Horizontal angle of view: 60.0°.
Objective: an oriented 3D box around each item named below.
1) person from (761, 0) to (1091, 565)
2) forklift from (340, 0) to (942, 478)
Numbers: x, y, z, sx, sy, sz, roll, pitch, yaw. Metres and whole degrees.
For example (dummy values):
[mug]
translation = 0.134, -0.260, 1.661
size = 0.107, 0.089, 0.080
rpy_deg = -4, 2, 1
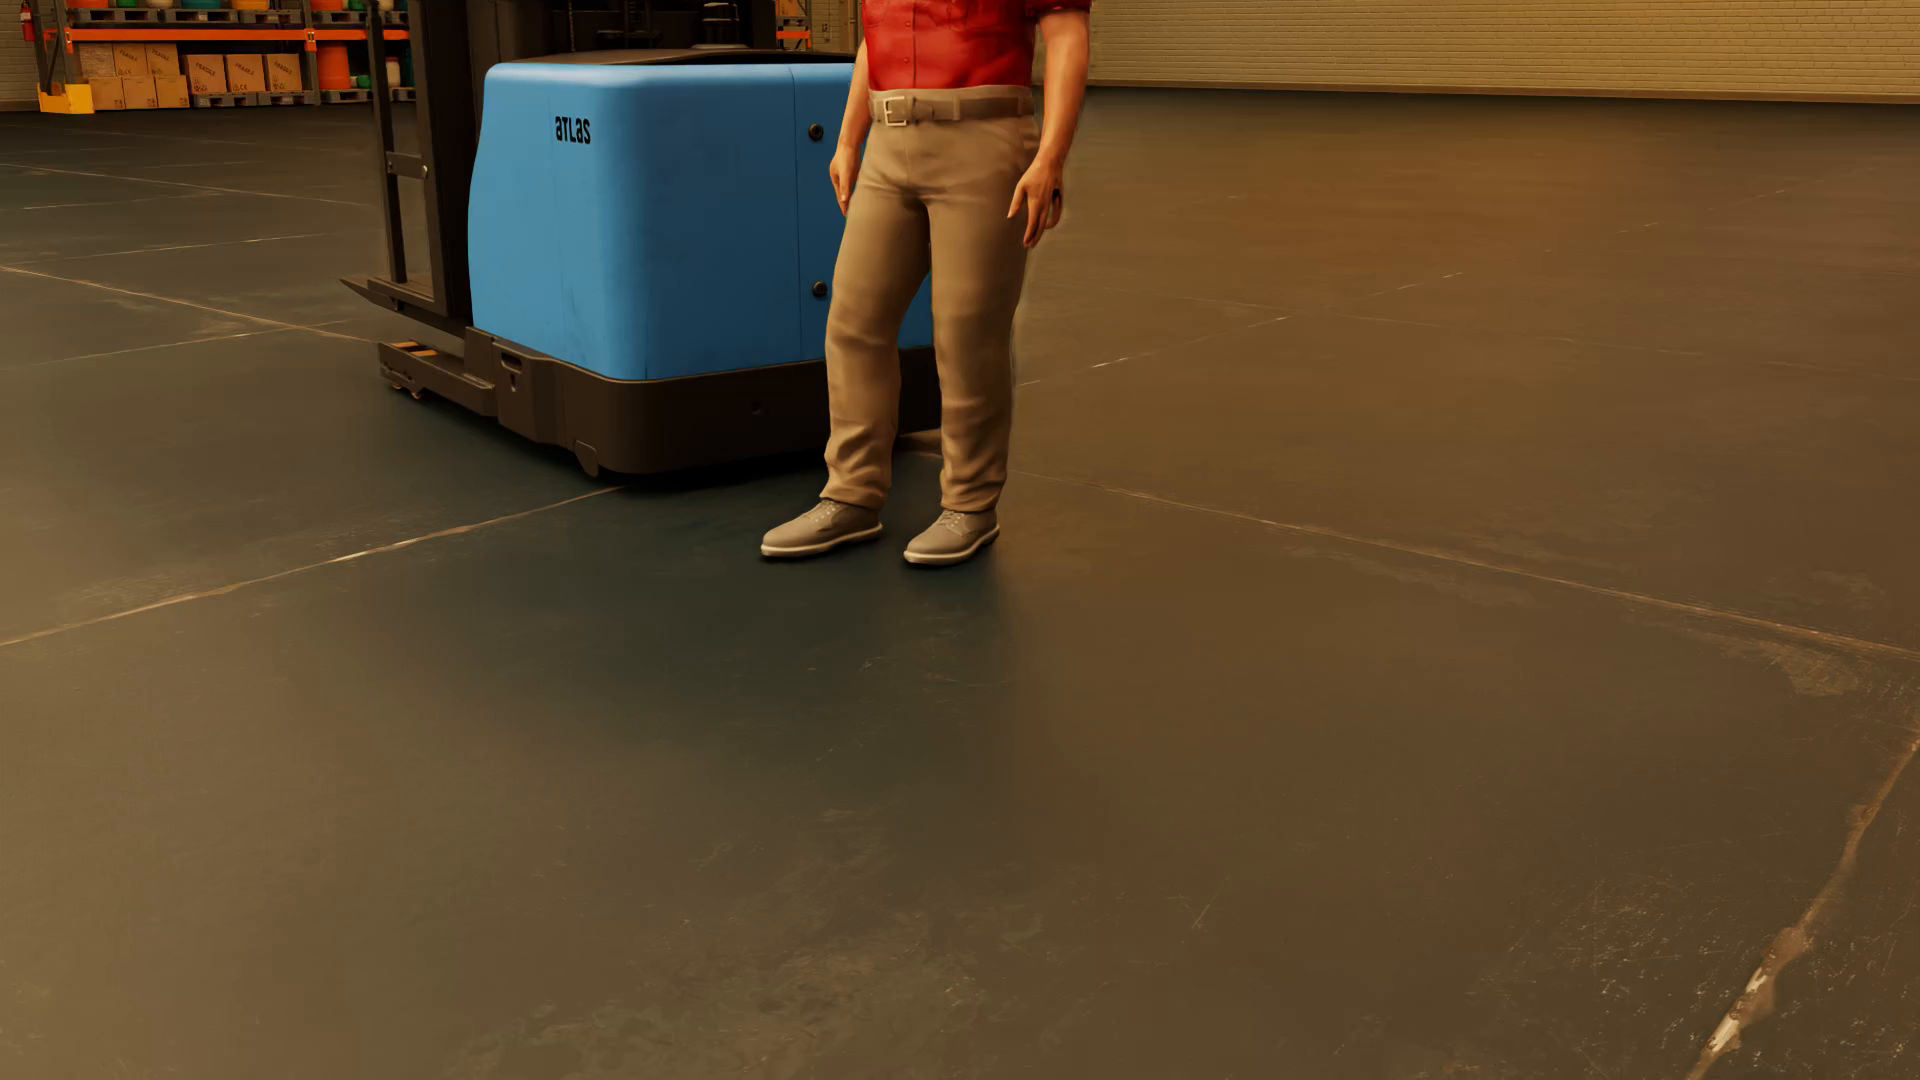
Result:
[person]
translation = -0.069, -0.790, 3.574
size = 0.669, 1.724, 0.521
rpy_deg = 12, 21, 35
[forklift]
translation = -1.303, -1.934, 5.266
size = 1.130, 2.935, 3.031
rpy_deg = -12, 21, -34
